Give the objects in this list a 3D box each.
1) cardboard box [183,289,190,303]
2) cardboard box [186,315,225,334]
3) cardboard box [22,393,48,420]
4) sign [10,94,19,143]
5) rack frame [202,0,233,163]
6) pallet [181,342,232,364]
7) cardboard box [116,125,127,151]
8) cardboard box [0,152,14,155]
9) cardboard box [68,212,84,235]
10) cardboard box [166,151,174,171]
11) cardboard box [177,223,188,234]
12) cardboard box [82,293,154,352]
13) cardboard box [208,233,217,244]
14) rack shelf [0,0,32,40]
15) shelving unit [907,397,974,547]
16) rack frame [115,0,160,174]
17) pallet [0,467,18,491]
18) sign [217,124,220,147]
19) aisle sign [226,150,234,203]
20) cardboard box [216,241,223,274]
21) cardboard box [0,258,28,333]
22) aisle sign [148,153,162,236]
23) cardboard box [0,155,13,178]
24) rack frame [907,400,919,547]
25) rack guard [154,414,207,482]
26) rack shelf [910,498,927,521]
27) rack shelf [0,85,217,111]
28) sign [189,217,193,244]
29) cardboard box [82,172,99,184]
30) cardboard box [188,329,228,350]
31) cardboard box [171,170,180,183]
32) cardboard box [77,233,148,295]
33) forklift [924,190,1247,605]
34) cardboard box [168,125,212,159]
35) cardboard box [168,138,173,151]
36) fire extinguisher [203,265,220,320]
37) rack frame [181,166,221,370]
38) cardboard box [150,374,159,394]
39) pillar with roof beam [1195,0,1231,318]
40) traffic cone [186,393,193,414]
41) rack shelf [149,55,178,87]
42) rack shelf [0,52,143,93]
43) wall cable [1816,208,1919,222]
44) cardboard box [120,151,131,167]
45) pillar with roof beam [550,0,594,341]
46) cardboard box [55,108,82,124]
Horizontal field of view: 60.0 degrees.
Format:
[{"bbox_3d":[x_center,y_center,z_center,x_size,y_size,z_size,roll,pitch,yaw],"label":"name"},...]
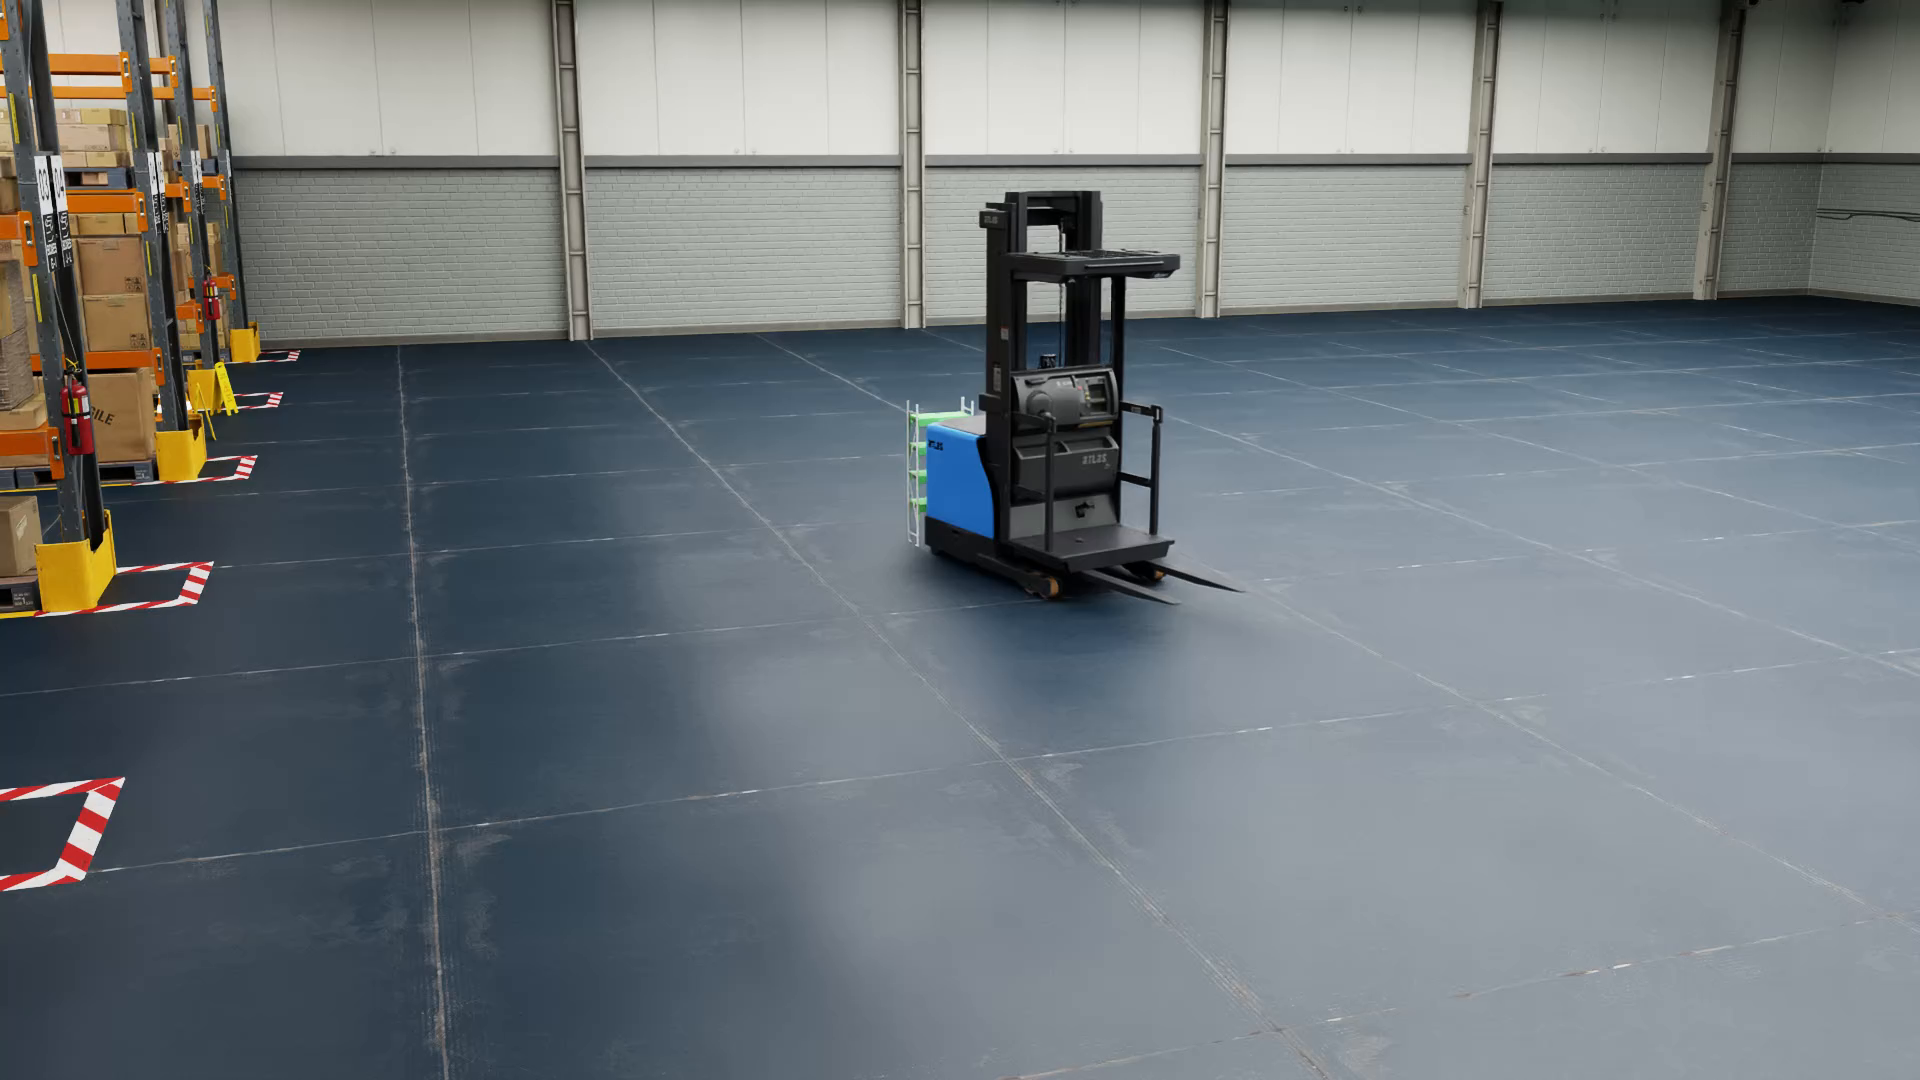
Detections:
[{"bbox_3d":[-10.092,-3.151,21.449,0.250,0.149,0.380,-4,14,-18],"label":"cardboard box"},{"bbox_3d":[-11.652,-3.346,25.683,0.500,0.250,0.500,-5,14,-19],"label":"cardboard box"},{"bbox_3d":[-6.889,-0.988,12.357,0.250,0.149,0.380,-4,14,-18],"label":"cardboard box"},{"bbox_3d":[-6.385,-2.846,11.229,0.005,0.325,0.100,-4,14,-18],"label":"sign"},{"bbox_3d":[-11.290,-7.259,25.216,0.127,3.000,1.000,-4,14,-18],"label":"rack frame"},{"bbox_3d":[-12.002,-2.919,25.957,1.213,0.211,1.003,-4,14,-18],"label":"pallet"},{"bbox_3d":[-8.569,-3.979,16.464,0.500,0.250,0.500,-4,14,-18],"label":"cardboard box"},{"bbox_3d":[-8.958,-3.609,15.772,0.250,0.149,0.380,-4,14,-18],"label":"cardboard box"},{"bbox_3d":[-11.051,-3.751,20.410,0.500,0.500,0.700,-5,14,-19],"label":"cardboard box"},{"bbox_3d":[-10.265,-4.805,21.060,0.500,0.250,0.500,-5,14,-19],"label":"cardboard box"},{"bbox_3d":[-11.787,-4.752,25.378,0.250,0.149,0.380,-4,14,-18],"label":"cardboard box"},{"bbox_3d":[-8.367,-2.210,16.627,0.550,0.550,0.875,-4,14,-18],"label":"cardboard box"},{"bbox_3d":[-11.530,-4.618,25.458,0.250,0.149,0.380,-4,14,-17],"label":"cardboard box"},{"bbox_3d":[-8.439,-3.498,10.966,4.000,0.370,1.077,-4,14,-18],"label":"rack shelf"},{"bbox_3d":[-0.164,-0.574,13.962,0.503,1.200,0.258,-5,14,-21],"label":"shelving unit"},{"bbox_3d":[-8.029,-5.093,16.107,0.127,3.000,1.000,-4,14,-18],"label":"rack frame"},{"bbox_3d":[-9.916,-0.652,16.429,1.213,0.211,1.003,-4,14,-18],"label":"pallet"},{"bbox_3d":[-11.131,-6.072,24.965,0.005,0.325,0.100,-4,14,-18],"label":"sign"},{"bbox_3d":[-11.135,-5.546,25.359,0.004,0.787,0.394,-4,14,-18],"label":"aisle sign"},{"bbox_3d":[-11.849,-4.414,26.001,0.500,0.500,0.500,-4,14,-16],"label":"cardboard box"},{"bbox_3d":[-7.151,-1.778,12.116,0.500,0.500,0.500,-4,14,-18],"label":"cardboard box"},{"bbox_3d":[-7.866,-3.378,16.246,0.004,0.787,0.394,-4,14,-18],"label":"aisle sign"},{"bbox_3d":[-6.707,-2.570,11.447,0.250,0.149,0.380,-4,14,-18],"label":"cardboard box"},{"bbox_3d":[-0.392,-0.553,13.876,0.015,1.200,0.240,-5,14,-21],"label":"rack frame"},{"bbox_3d":[-8.007,-0.960,17.098,0.348,0.500,1.175,-4,14,-18],"label":"rack guard"},{"bbox_3d":[-0.164,-0.278,14.032,0.480,0.148,0.258,-5,14,-21],"label":"rack shelf"},{"bbox_3d":[-13.186,-6.567,24.725,4.000,0.370,1.077,-4,14,-18],"label":"rack shelf"},{"bbox_3d":[-9.546,-3.846,20.646,0.005,0.325,0.100,-4,14,-18],"label":"sign"},{"bbox_3d":[-10.702,-4.460,20.472,0.250,0.149,0.380,-4,14,-18],"label":"cardboard box"},{"bbox_3d":[-11.635,-3.104,25.743,0.500,0.250,0.500,-4,14,-18],"label":"cardboard box"},{"bbox_3d":[-10.122,-4.636,21.213,0.250,0.149,0.380,-4,14,-18],"label":"cardboard box"},{"bbox_3d":[-8.393,-2.754,16.580,0.550,0.550,0.875,-4,14,-18],"label":"cardboard box"},{"bbox_3d":[0.926,-1.108,12.468,1.130,2.935,3.031,-8,16,-32],"label":"forklift"},{"bbox_3d":[-11.632,-6.016,25.129,0.500,0.500,0.500,-4,14,-16],"label":"cardboard box"},{"bbox_3d":[-10.106,-4.996,21.002,0.250,0.149,0.380,-5,14,-18],"label":"cardboard box"},{"bbox_3d":[-9.448,-3.122,20.954,0.183,0.674,0.296,-4,14,-18],"label":"fire extinguisher"},{"bbox_3d":[-9.704,-3.252,21.335,0.127,3.000,1.000,-4,14,-18],"label":"rack frame"},{"bbox_3d":[-10.407,-1.999,21.098,0.500,0.250,0.500,-5,14,-18],"label":"cardboard box"},{"bbox_3d":[6.195,-7.790,27.447,0.400,9.000,9.100,-4,14,-18],"label":"pillar with roof beam"},{"bbox_3d":[-9.024,-1.485,19.387,0.334,0.463,0.336,-4,14,-18],"label":"traffic cone"},{"bbox_3d":[-11.599,-5.672,20.103,4.000,0.370,1.077,-4,14,-18],"label":"rack shelf"},{"bbox_3d":[-9.925,-4.401,15.616,4.000,0.370,1.077,-4,14,-18],"label":"rack shelf"},{"bbox_3d":[19.409,-8.037,35.193,0.112,2.526,3.097,-4,14,-18],"label":"wall cable"},{"bbox_3d":[-8.456,-3.809,16.613,0.250,0.149,0.380,-4,14,-18],"label":"cardboard box"},{"bbox_3d":[-5.178,-6.904,23.723,0.400,9.000,9.100,-4,14,-18],"label":"pillar with roof beam"},{"bbox_3d":[-8.477,-4.035,15.838,0.250,0.149,0.380,-4,14,-18],"label":"cardboard box"}]
